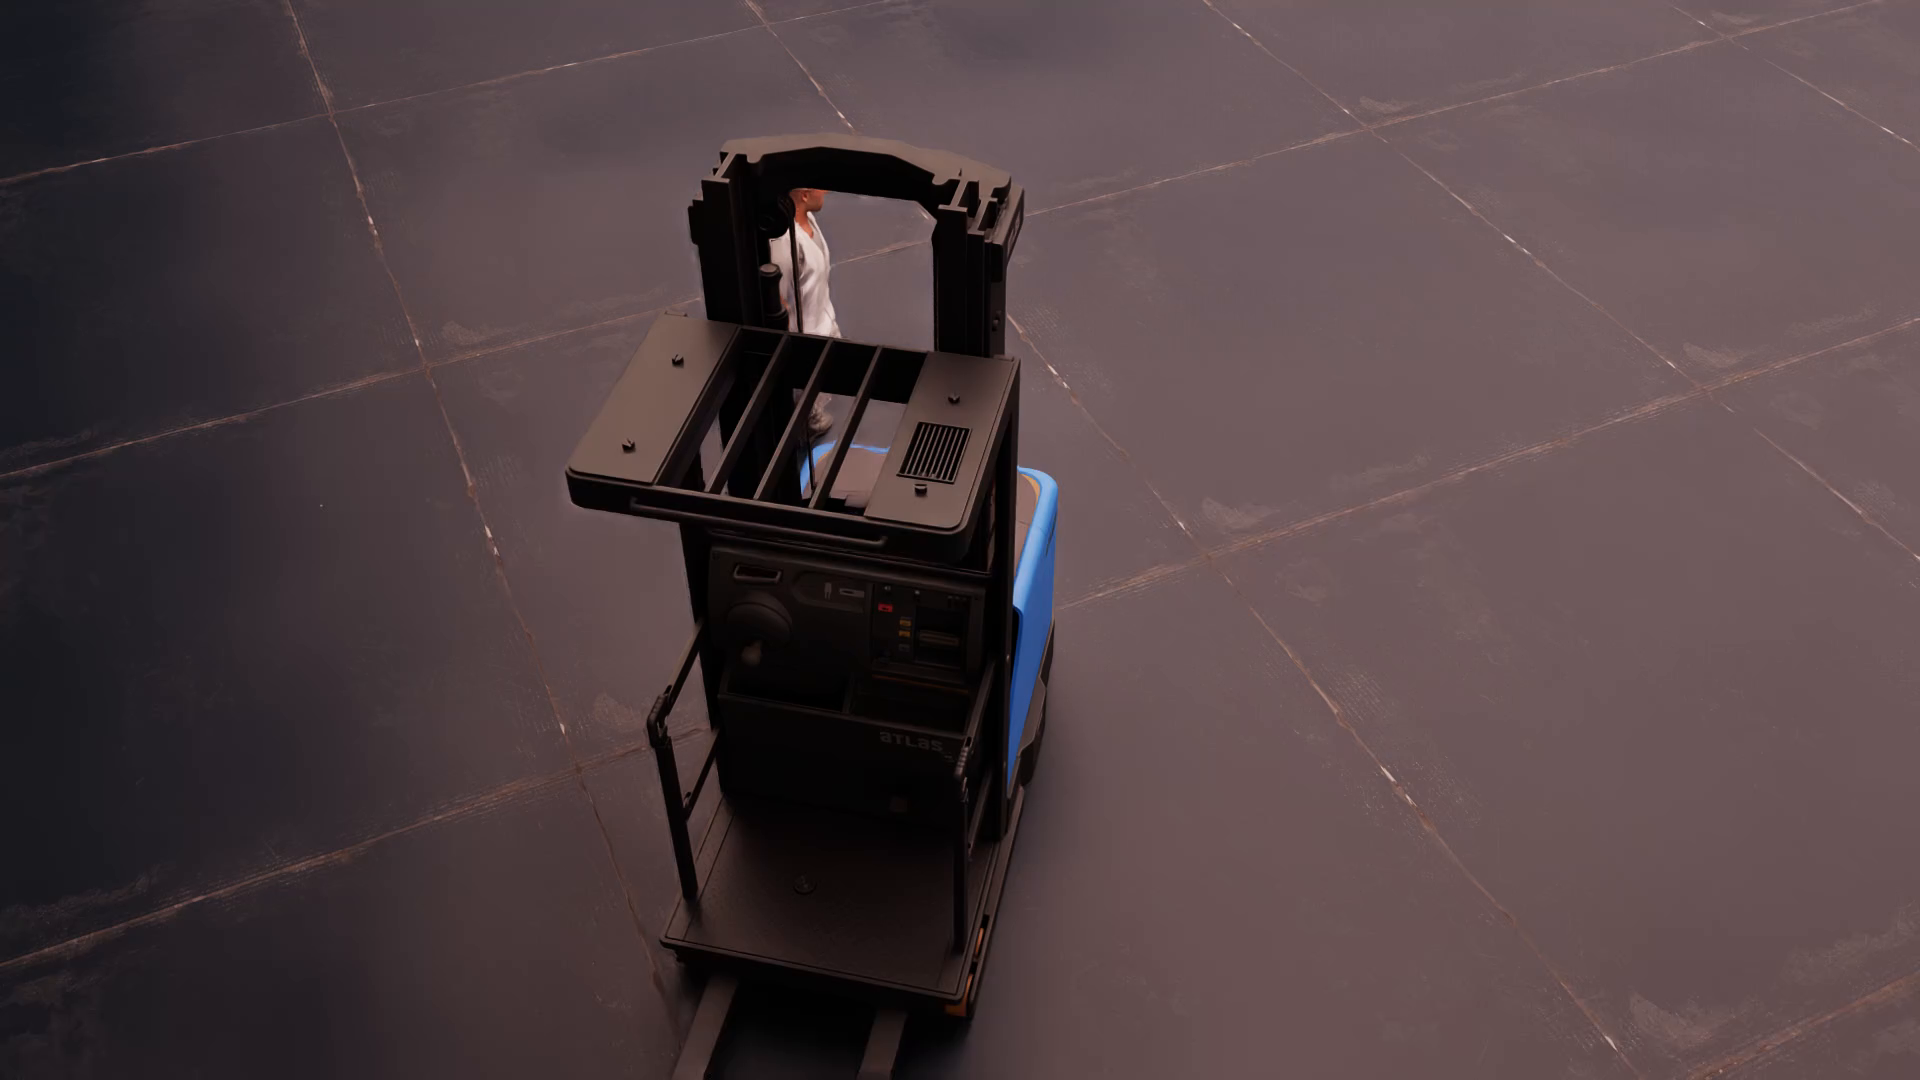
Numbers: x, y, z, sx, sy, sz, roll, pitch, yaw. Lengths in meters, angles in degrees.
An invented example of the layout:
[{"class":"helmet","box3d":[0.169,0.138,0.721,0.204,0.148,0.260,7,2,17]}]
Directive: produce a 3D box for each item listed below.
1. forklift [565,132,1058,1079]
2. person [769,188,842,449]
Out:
[{"class":"forklift","box3d":[-0.423,0.353,5.302,1.130,2.935,3.031,9,44,9]},{"class":"person","box3d":[-0.789,-0.934,7.604,0.496,1.750,0.893,3,43,3]}]
